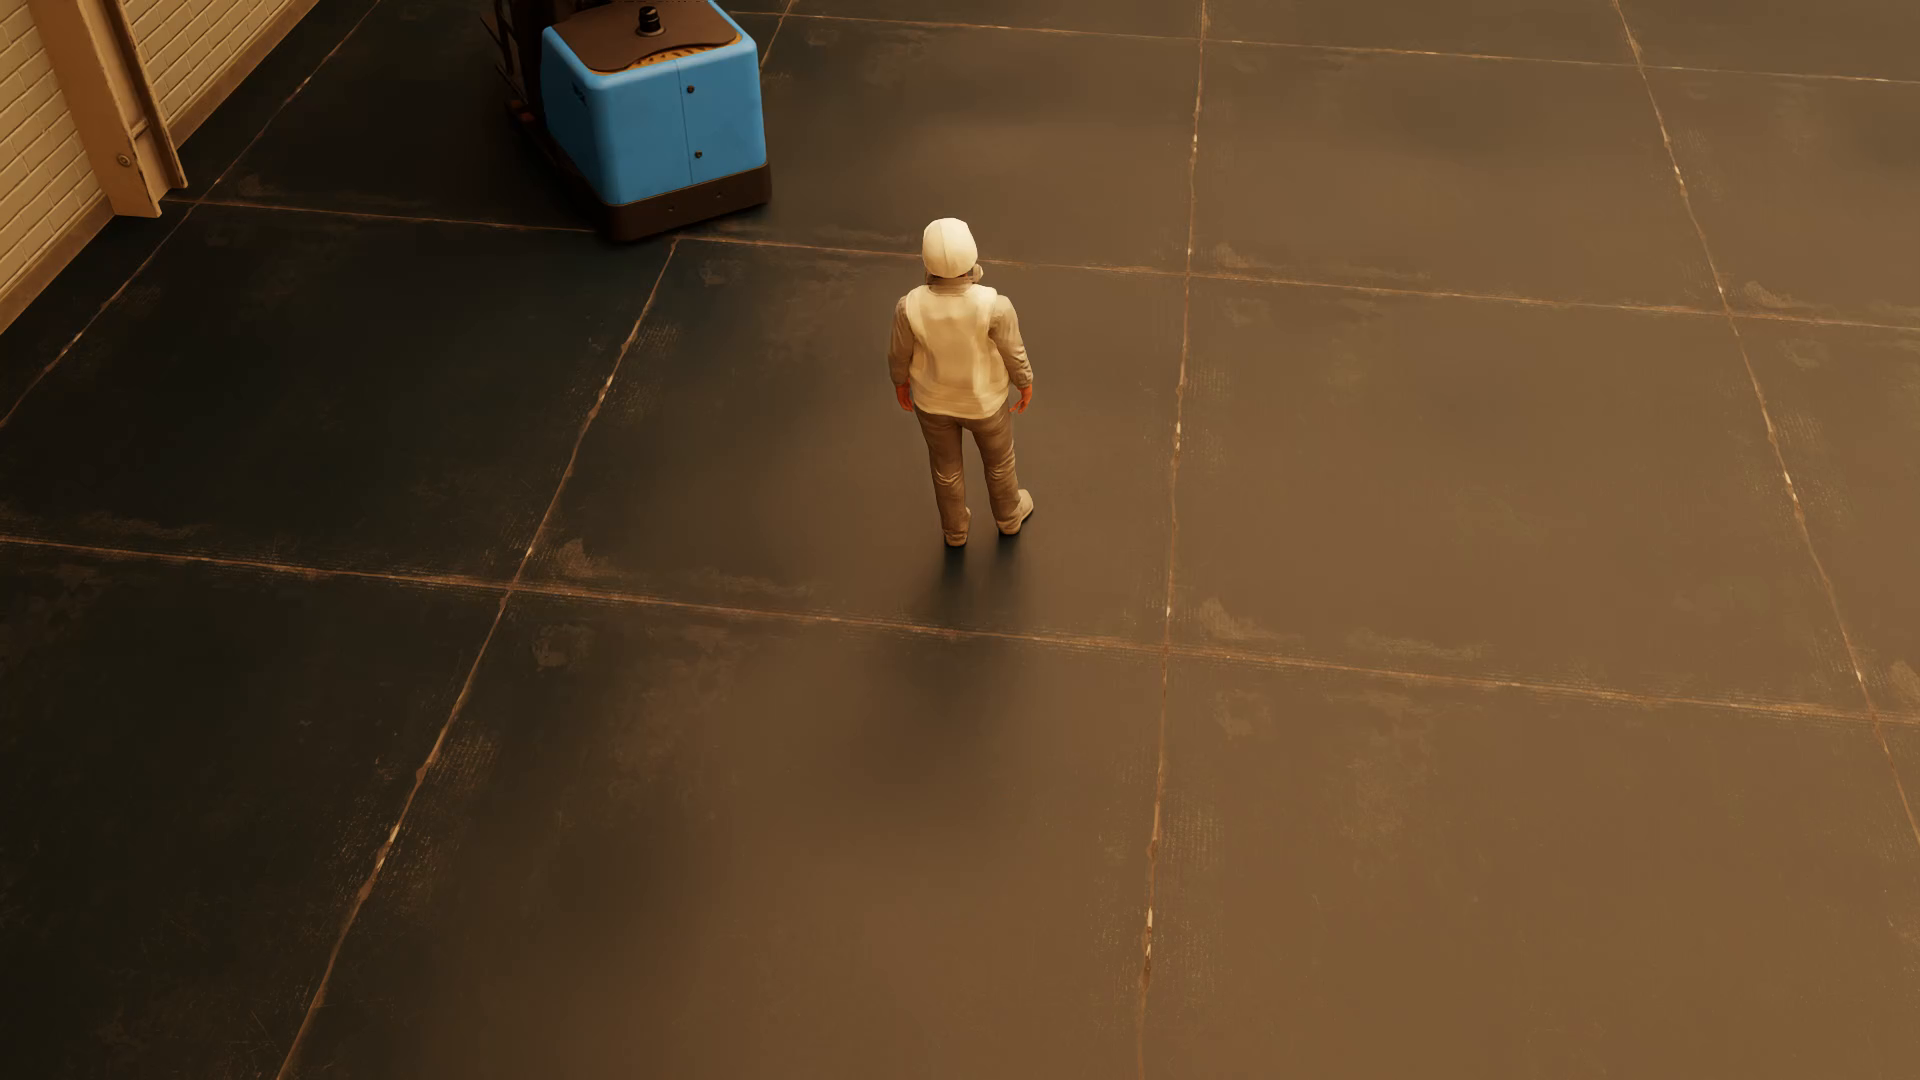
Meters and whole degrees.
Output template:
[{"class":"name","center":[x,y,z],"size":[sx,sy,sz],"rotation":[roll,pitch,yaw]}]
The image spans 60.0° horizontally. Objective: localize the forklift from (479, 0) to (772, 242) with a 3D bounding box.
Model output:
[{"class":"forklift","center":[-2.300,-3.800,9.861],"size":[1.130,2.935,3.031],"rotation":[-21,47,-21]}]

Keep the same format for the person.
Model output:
[{"class":"person","center":[0.017,-0.699,7.330],"size":[0.632,1.773,0.568],"rotation":[5,43,6]}]
